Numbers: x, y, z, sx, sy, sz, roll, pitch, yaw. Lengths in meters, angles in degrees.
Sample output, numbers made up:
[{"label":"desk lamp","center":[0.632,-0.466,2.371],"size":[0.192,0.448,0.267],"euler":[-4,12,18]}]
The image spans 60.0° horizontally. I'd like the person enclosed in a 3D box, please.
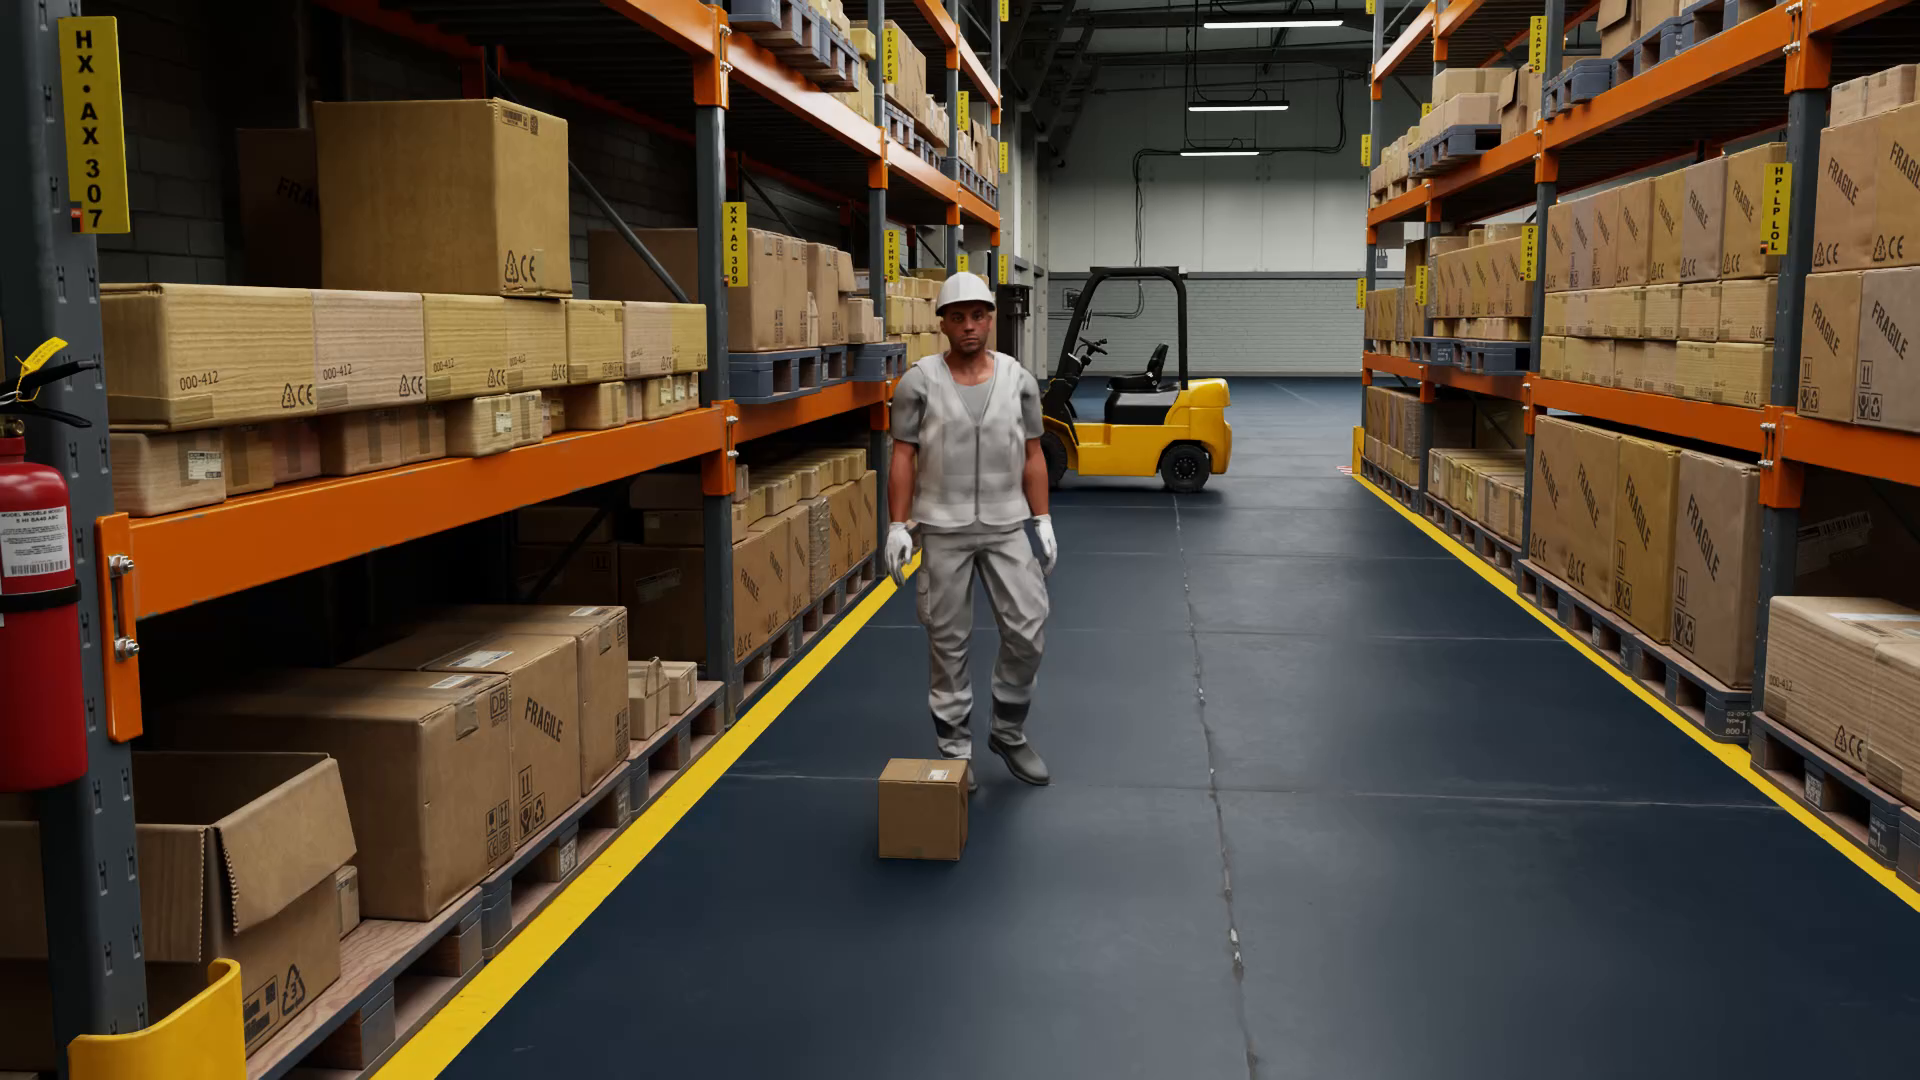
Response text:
[{"label":"person","center":[0.034,-0.019,5.768],"size":[0.608,1.801,0.397],"euler":[-1,8,-10]}]
